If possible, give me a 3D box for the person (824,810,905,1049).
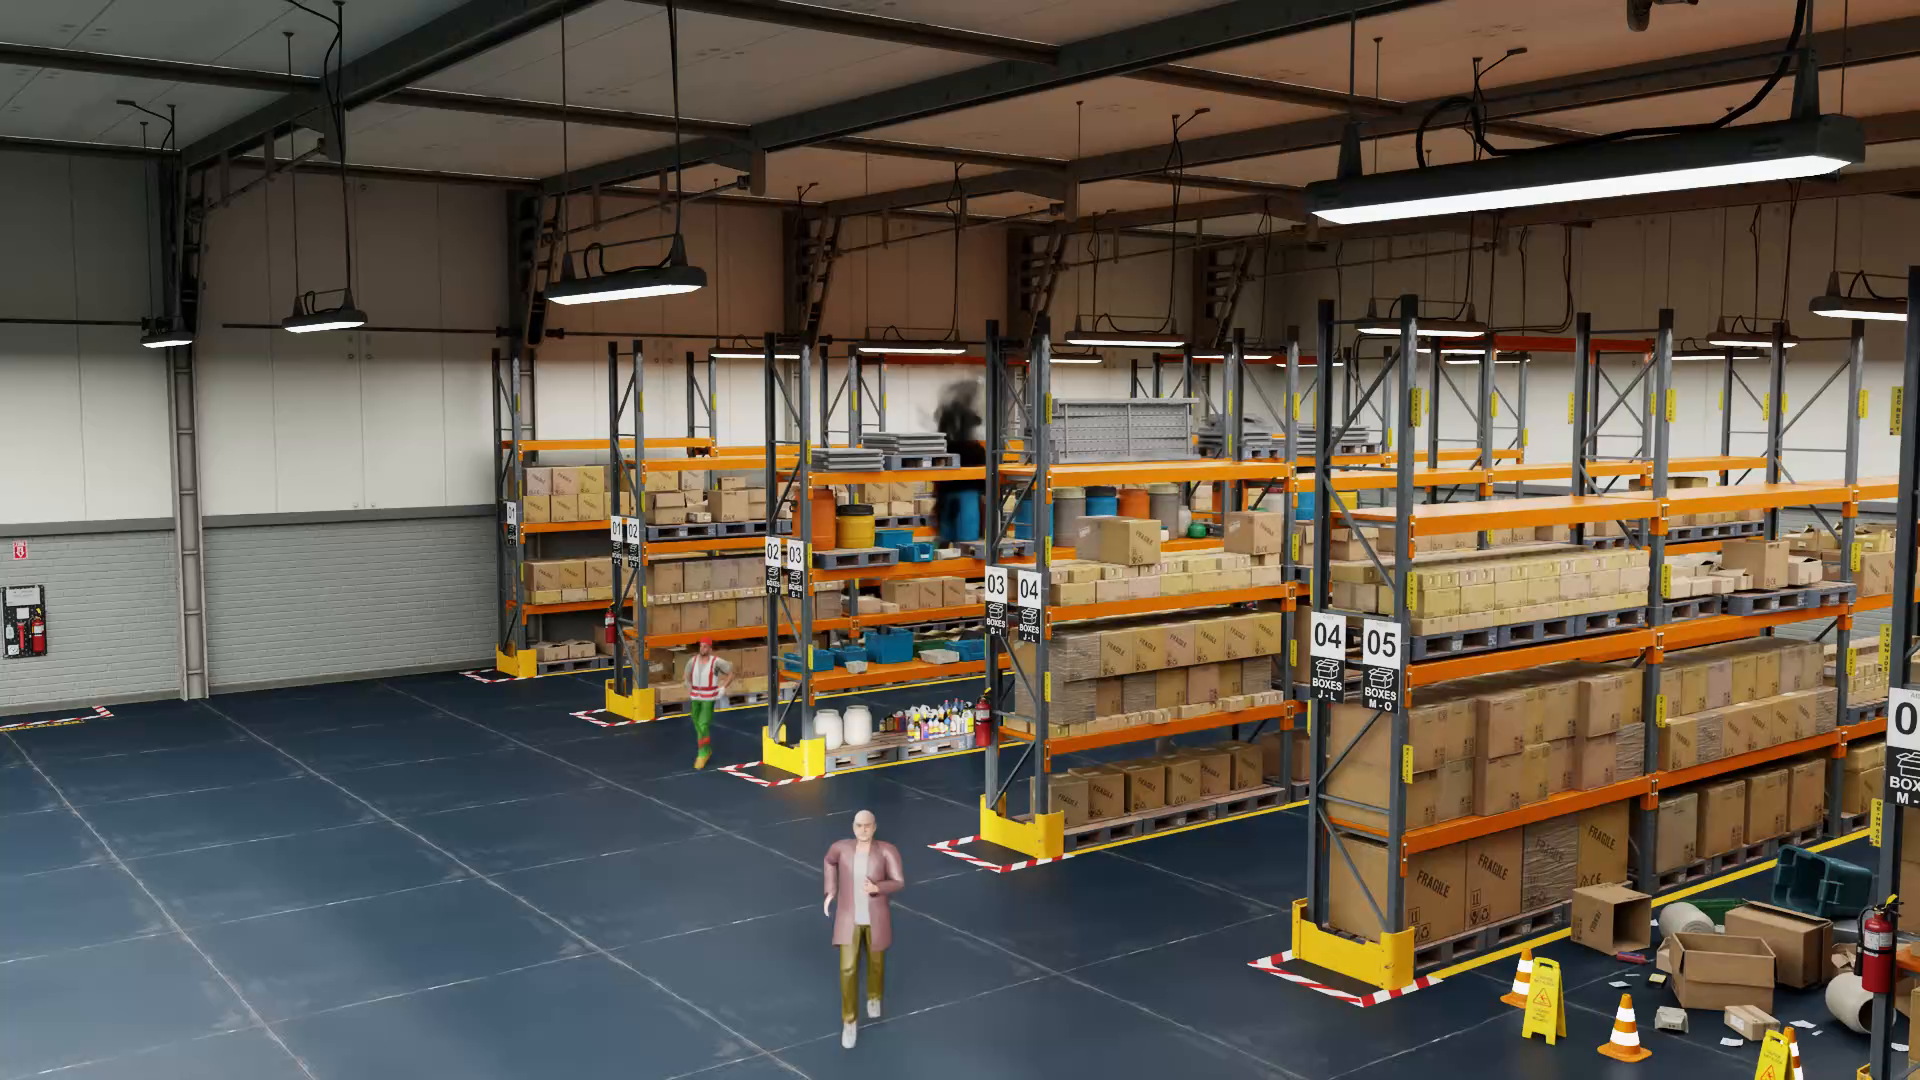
[{"bbox_3d":[-0.781,3.094,13.468,0.675,1.843,0.851,0,5,-1],"label":"person"}]

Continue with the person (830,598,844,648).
[{"bbox_3d":[-2.285,1.603,31.317,0.603,1.648,0.593,5,7,44],"label":"person"}]

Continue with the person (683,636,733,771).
[{"bbox_3d":[-3.542,2.247,23.067,0.665,1.829,0.686,2,5,21],"label":"person"}]

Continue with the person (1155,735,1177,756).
[{"bbox_3d":[2.744,2.370,22.223,0.848,1.726,0.569,-4,7,-41],"label":"person"}]
